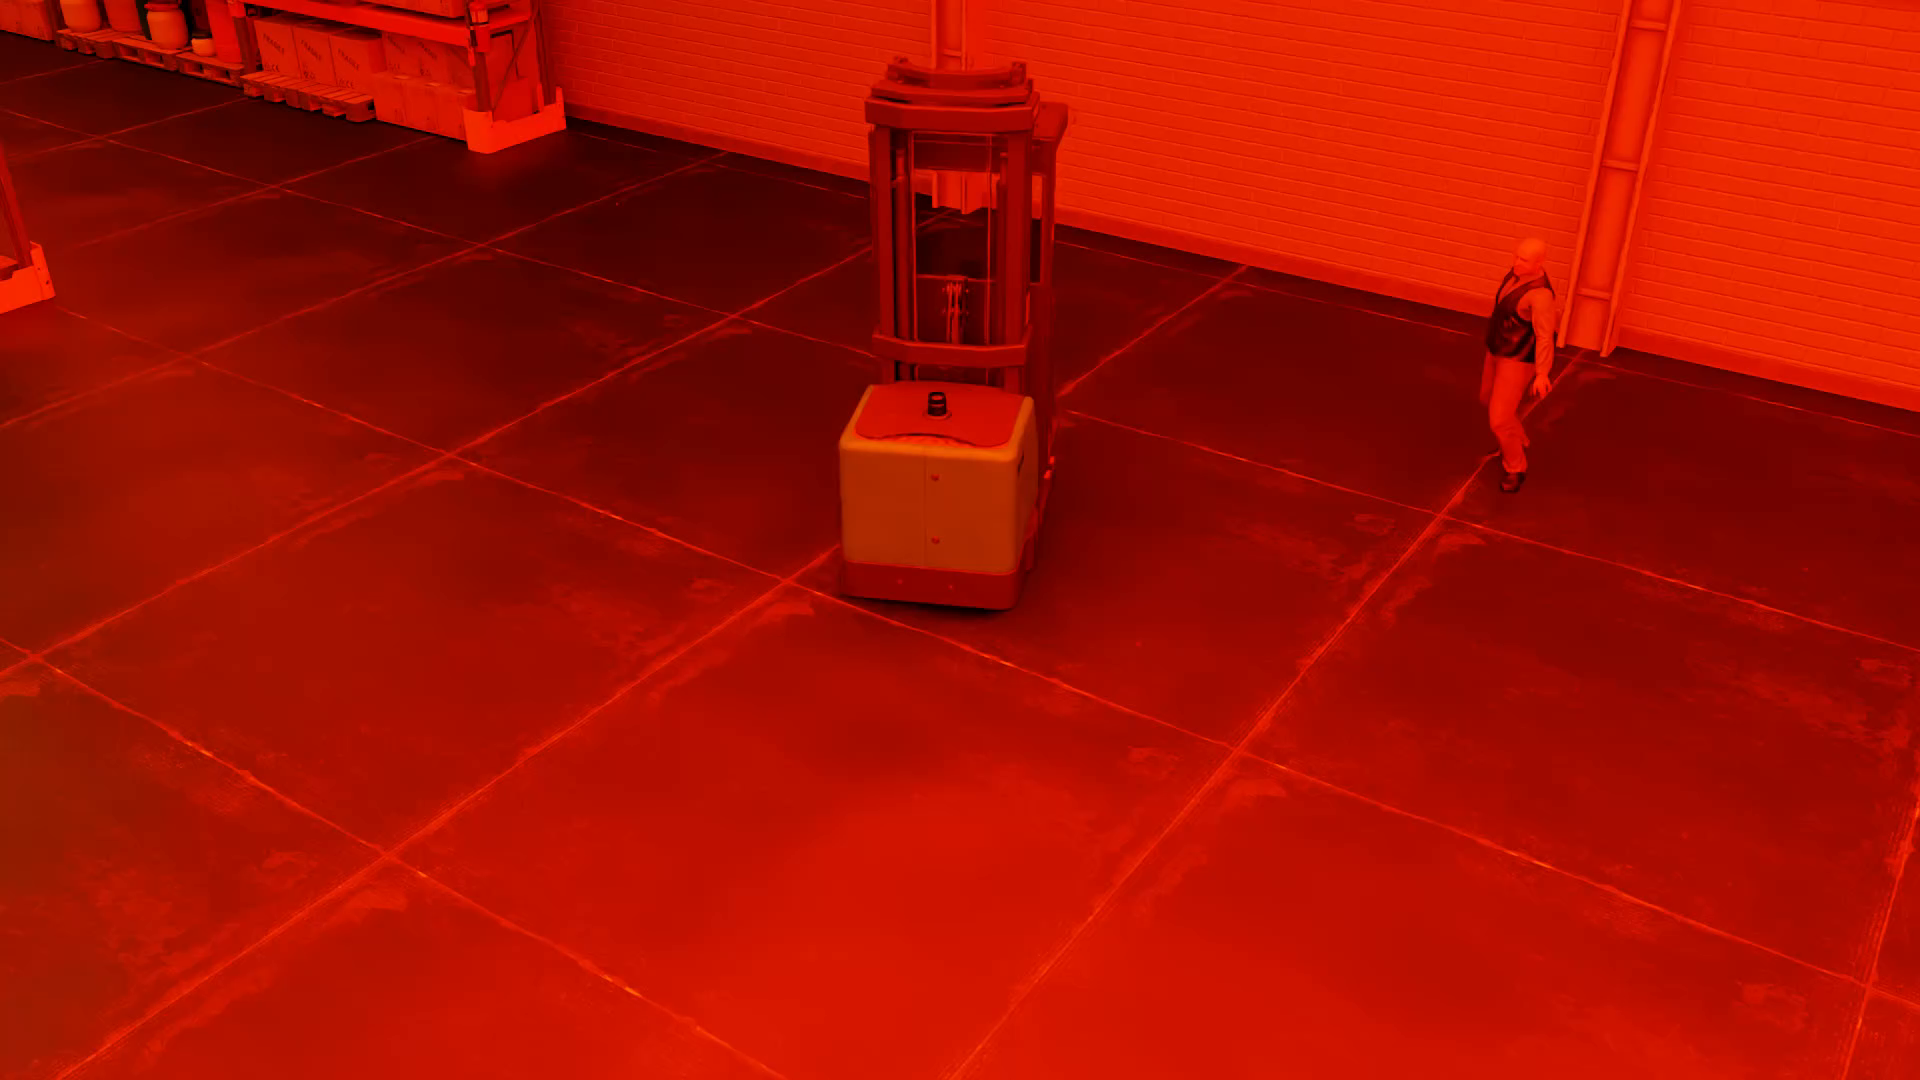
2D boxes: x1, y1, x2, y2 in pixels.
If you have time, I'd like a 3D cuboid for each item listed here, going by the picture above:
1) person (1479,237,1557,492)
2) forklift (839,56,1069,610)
[{"bbox_3d":[3.704,-1.222,11.000,0.451,1.701,0.872,0,30,0],"label":"person"},{"bbox_3d":[0.053,-1.585,10.311,1.130,2.935,3.031,5,30,8],"label":"forklift"}]
